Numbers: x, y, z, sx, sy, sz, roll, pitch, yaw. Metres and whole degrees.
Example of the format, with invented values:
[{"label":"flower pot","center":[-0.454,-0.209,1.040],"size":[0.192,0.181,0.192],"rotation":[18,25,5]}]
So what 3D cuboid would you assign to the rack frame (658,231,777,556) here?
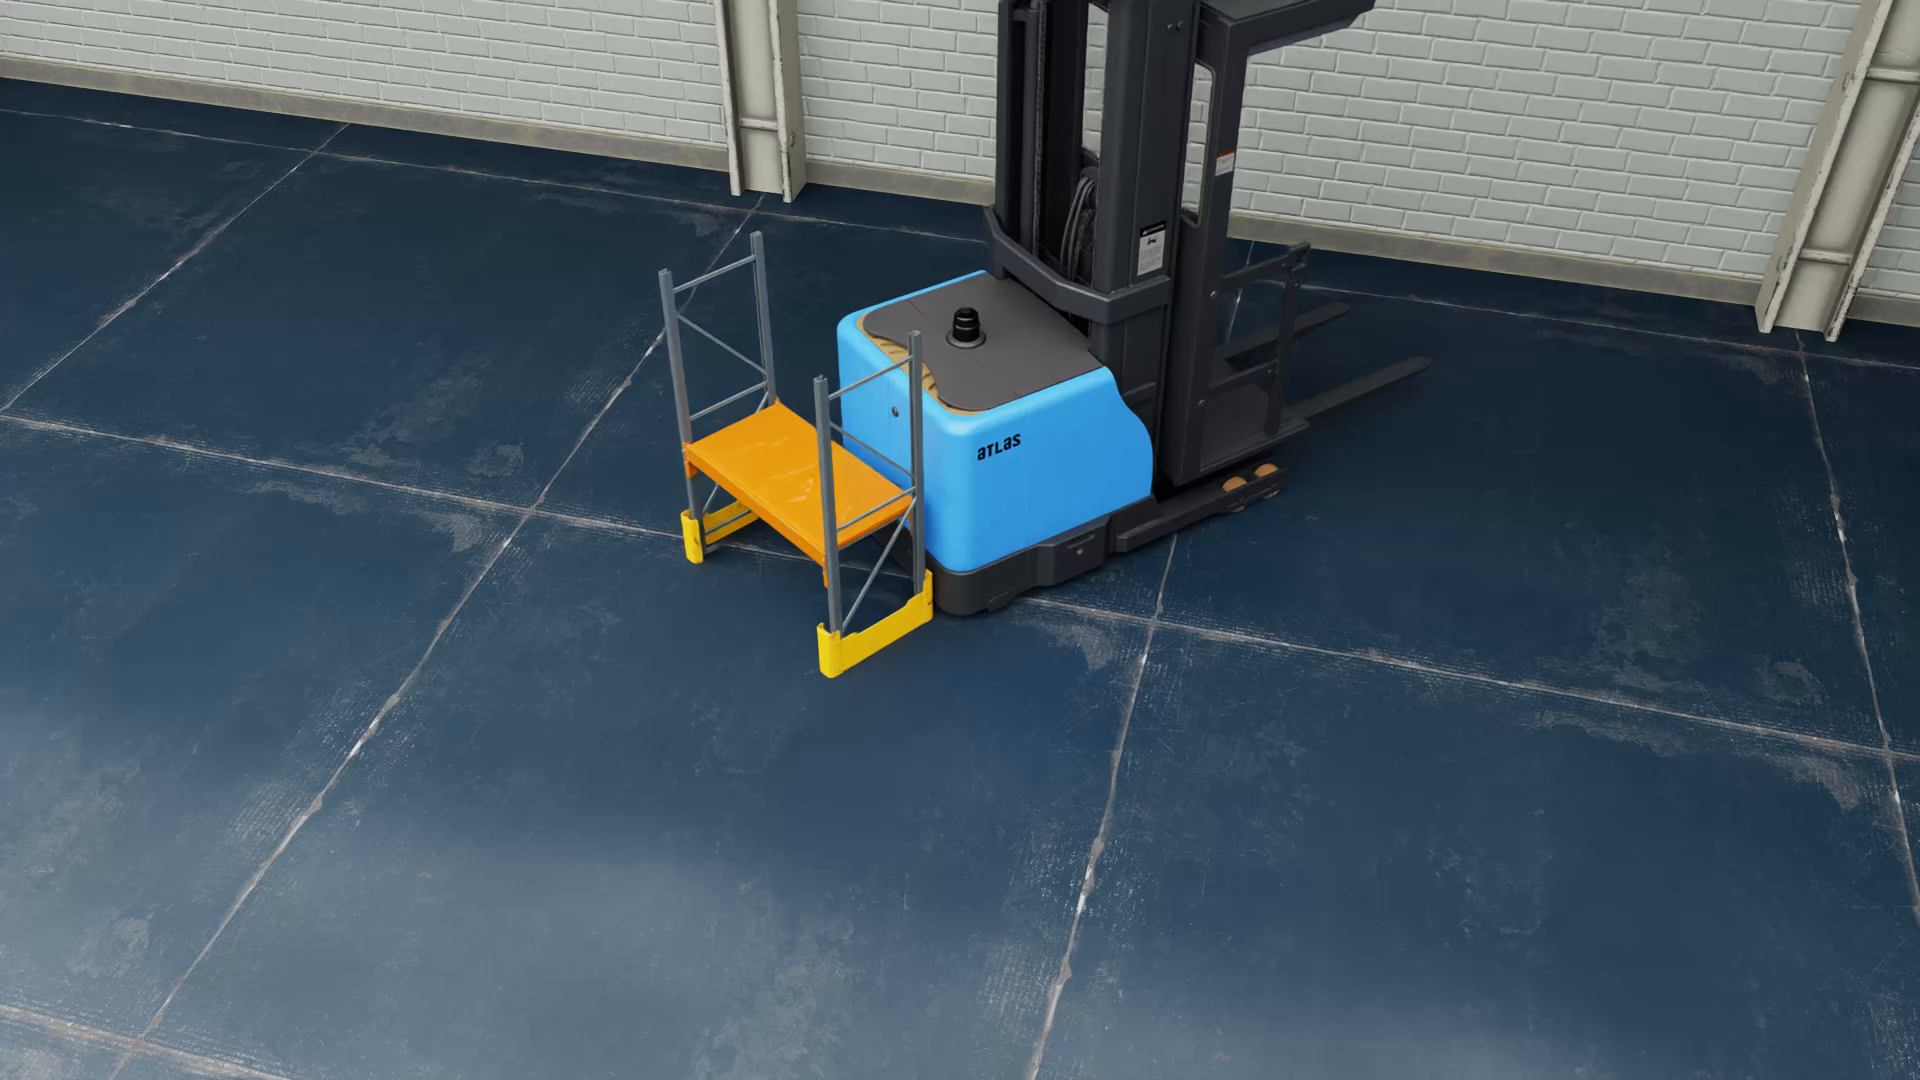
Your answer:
[{"label":"rack frame","center":[-1.021,-0.606,7.306],"size":[0.500,1.500,0.032],"rotation":[-30,48,-31]}]

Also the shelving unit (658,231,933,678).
[{"label":"shelving unit","center":[-0.689,-0.367,7.020],"size":[0.587,1.500,1.083],"rotation":[-30,48,-31]}]

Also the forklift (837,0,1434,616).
[{"label":"forklift","center":[0.966,-1.520,7.281],"size":[3.031,2.935,1.130],"rotation":[-22,45,-24]}]

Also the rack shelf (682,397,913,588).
[{"label":"rack shelf","center":[-0.683,-0.225,7.131],"size":[0.538,0.185,1.000],"rotation":[-30,48,-31]}]

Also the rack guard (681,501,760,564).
[{"label":"rack guard","center":[-1.020,-0.127,7.707],"size":[0.587,0.250,0.087],"rotation":[-30,48,-31]}]

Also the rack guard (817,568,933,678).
[{"label":"rack guard","center":[-0.357,0.351,7.138],"size":[0.587,0.250,0.087],"rotation":[-30,48,-31]}]

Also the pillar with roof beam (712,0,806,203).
[{"label":"pillar with roof beam","center":[-2.298,-2.973,4.293],"size":[0.400,9.000,9.100],"rotation":[10,41,11]}]

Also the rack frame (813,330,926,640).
[{"label":"rack frame","center":[-0.344,-0.118,6.725],"size":[0.500,1.500,0.032],"rotation":[-30,48,-31]}]

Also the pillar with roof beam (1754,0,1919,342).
[{"label":"pillar with roof beam","center":[3.498,-1.976,3.105],"size":[0.400,9.000,9.100],"rotation":[10,41,11]}]
